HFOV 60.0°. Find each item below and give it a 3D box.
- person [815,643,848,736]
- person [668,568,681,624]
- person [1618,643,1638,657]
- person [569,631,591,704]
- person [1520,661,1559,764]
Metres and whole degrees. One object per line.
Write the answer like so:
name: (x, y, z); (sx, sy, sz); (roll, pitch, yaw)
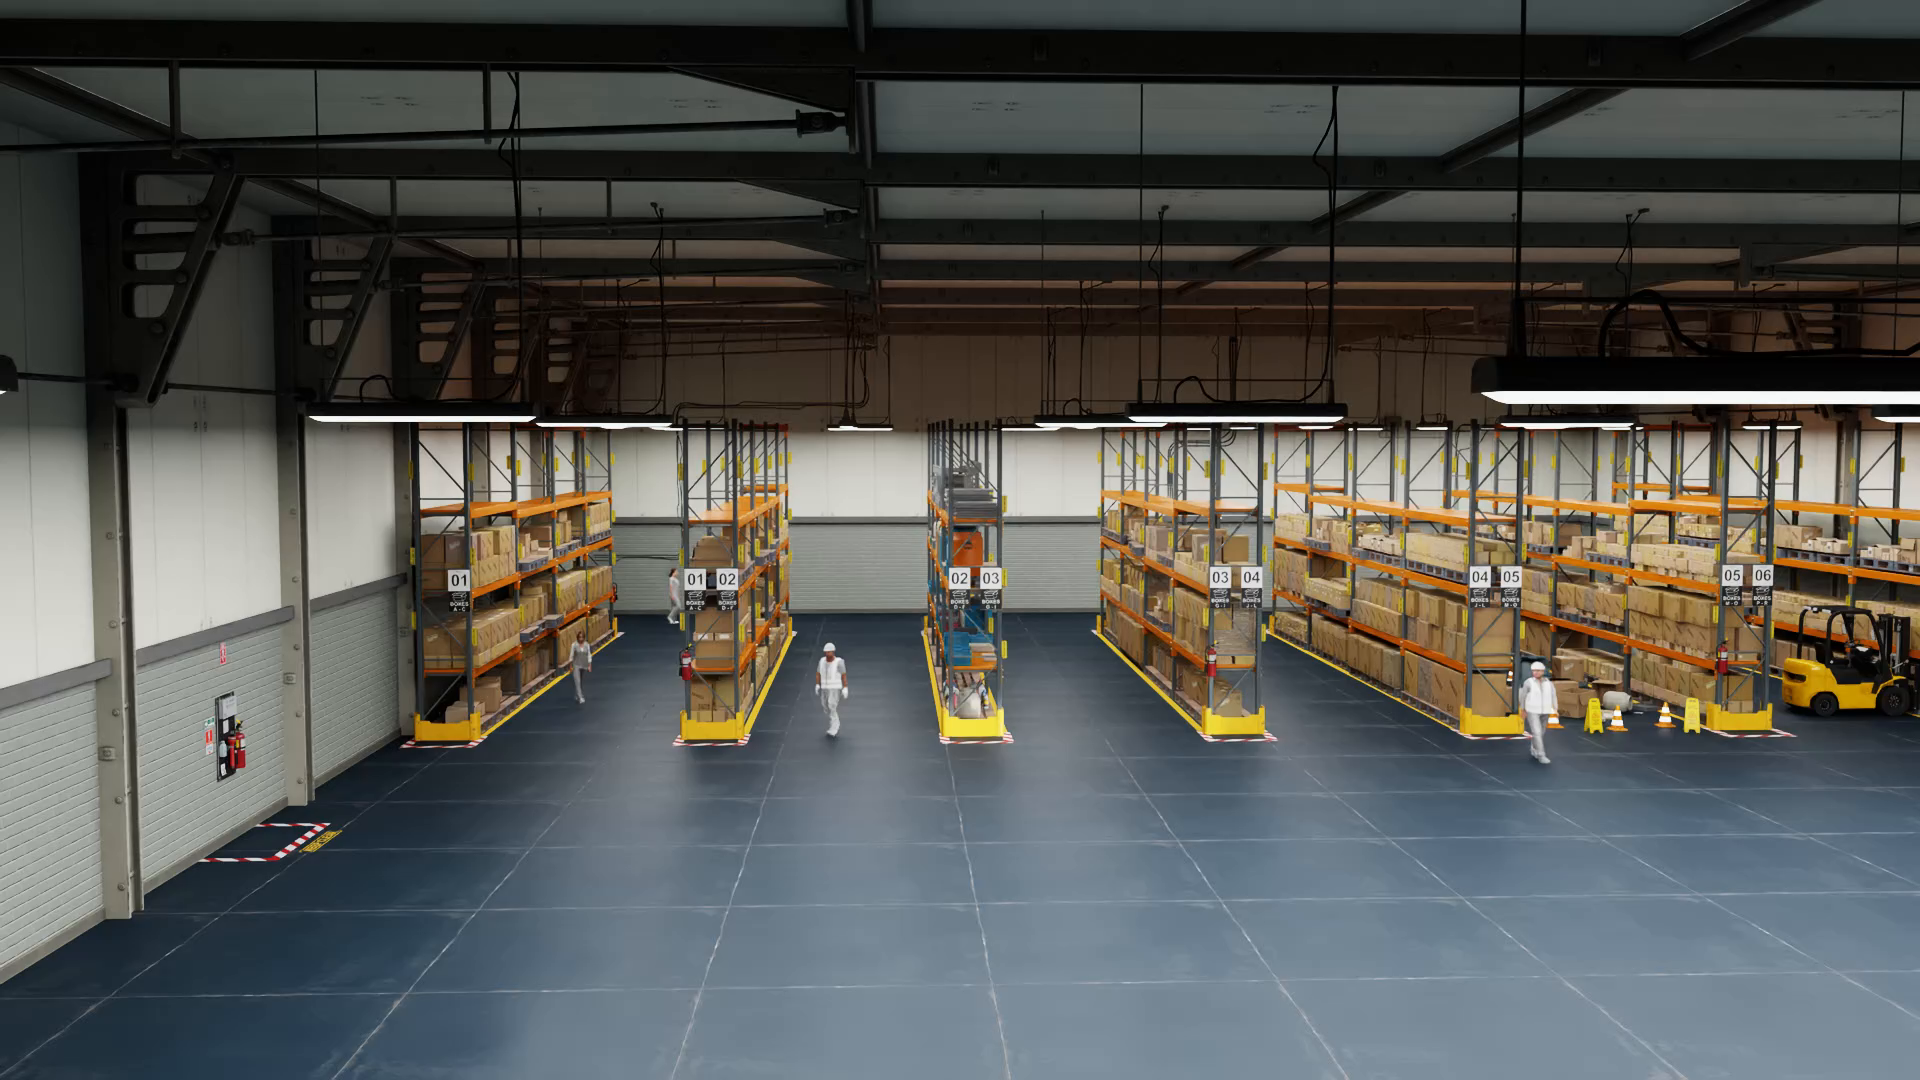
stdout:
person: (-2.464, 2.841, 31.726); (0.615, 1.747, 0.850); (2, 4, 34)
person: (-8.561, 1.681, 49.897); (0.420, 1.669, 0.476); (0, 4, 0)
person: (16.294, 2.257, 40.552); (0.583, 1.764, 0.762); (0, 4, 1)
person: (-7.988, 2.685, 35.065); (0.429, 1.533, 1.021); (-3, 4, -35)
person: (10.091, 2.983, 28.862); (0.572, 1.730, 0.993); (0, 4, -4)
